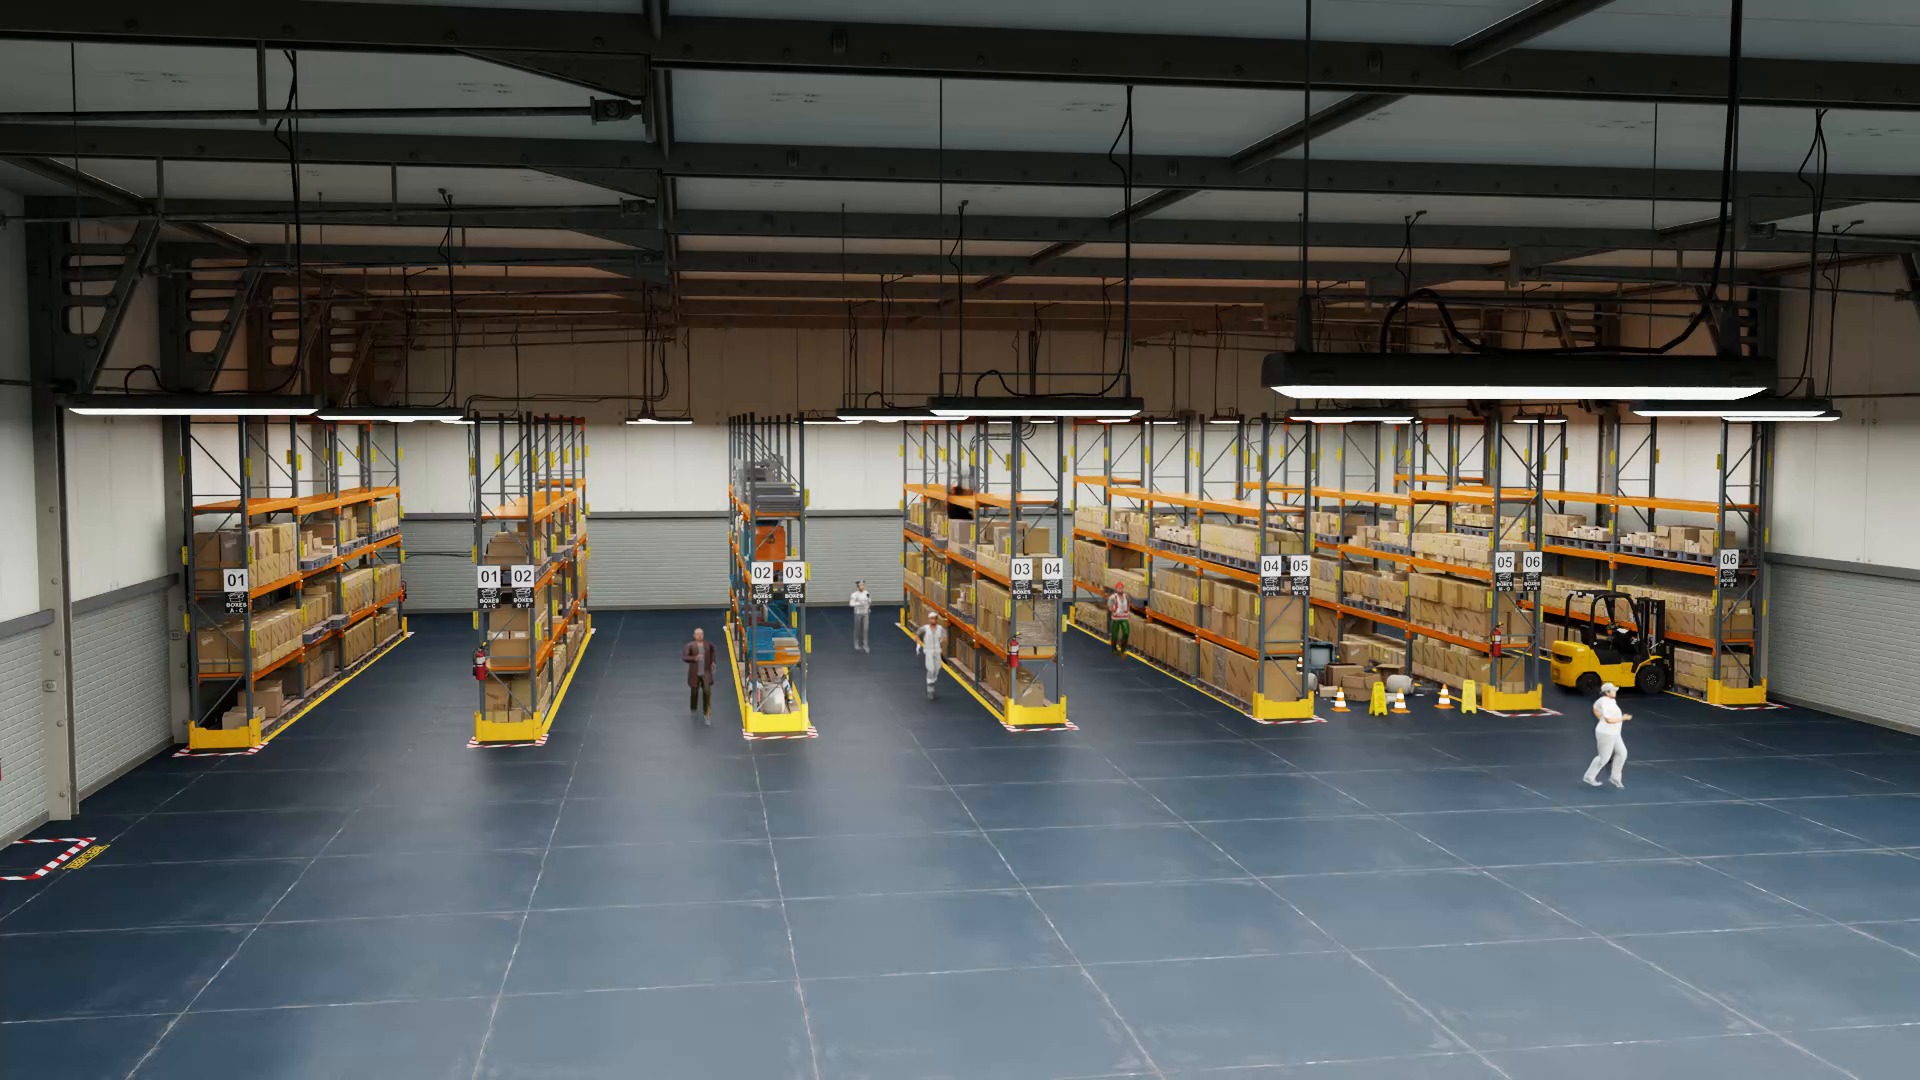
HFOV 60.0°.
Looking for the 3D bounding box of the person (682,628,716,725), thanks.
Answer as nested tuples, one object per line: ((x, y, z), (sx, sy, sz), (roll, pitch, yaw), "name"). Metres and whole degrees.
((-5.058, 2.621, 32.302), (0.685, 1.821, 0.957), (-1, 4, -17), "person")

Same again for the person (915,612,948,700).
((-0.581, 2.439, 35.148), (0.643, 1.845, 0.761), (-1, 4, -20), "person")

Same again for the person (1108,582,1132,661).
((3.770, 1.908, 39.007), (0.643, 1.852, 0.779), (-1, 4, -13), "person")

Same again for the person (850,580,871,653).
((-2.389, 1.827, 40.311), (0.600, 1.744, 0.736), (-1, 4, -20), "person")

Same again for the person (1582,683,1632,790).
((10.234, 3.108, 26.268), (0.708, 1.719, 0.585), (2, 4, 27), "person")
